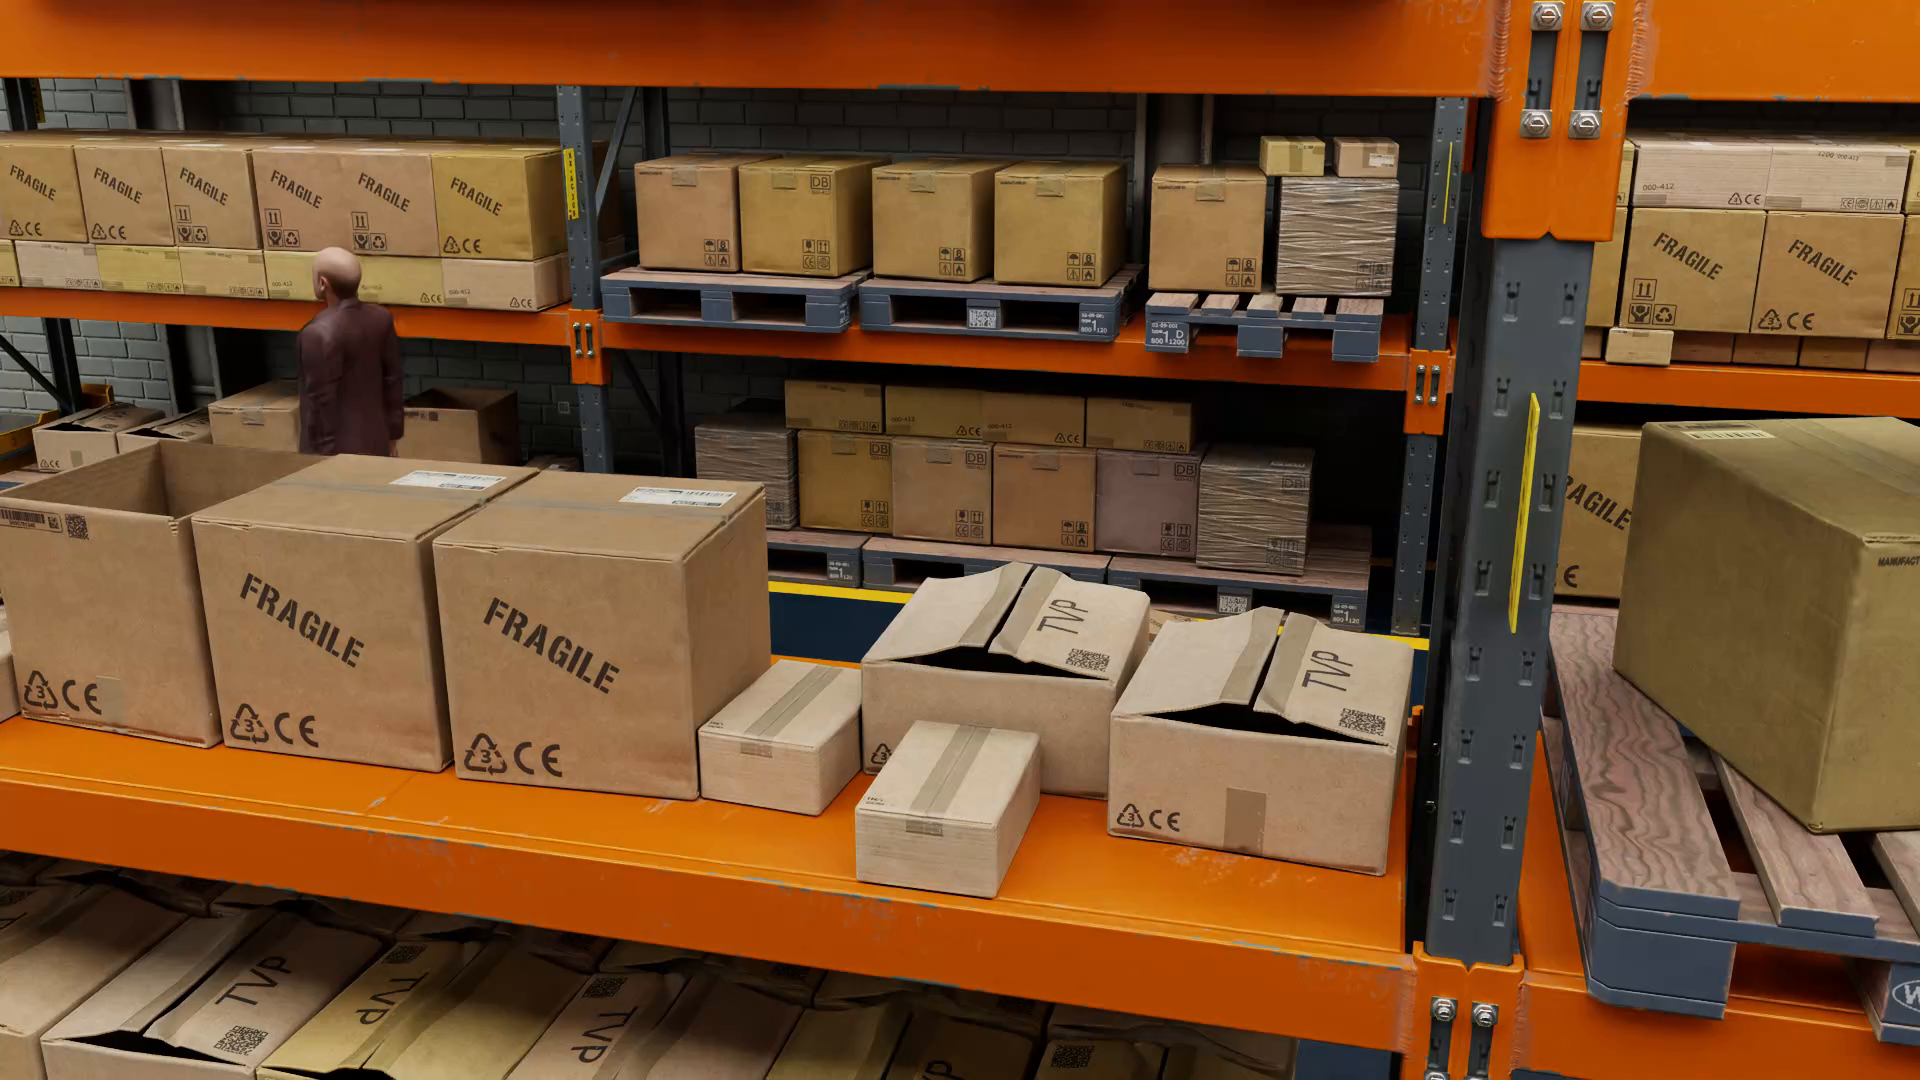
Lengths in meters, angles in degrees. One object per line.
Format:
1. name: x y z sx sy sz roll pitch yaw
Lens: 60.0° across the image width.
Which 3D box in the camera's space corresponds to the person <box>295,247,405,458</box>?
1. person: -2.613 -0.394 7.241 0.722 1.760 0.576 5 19 16
